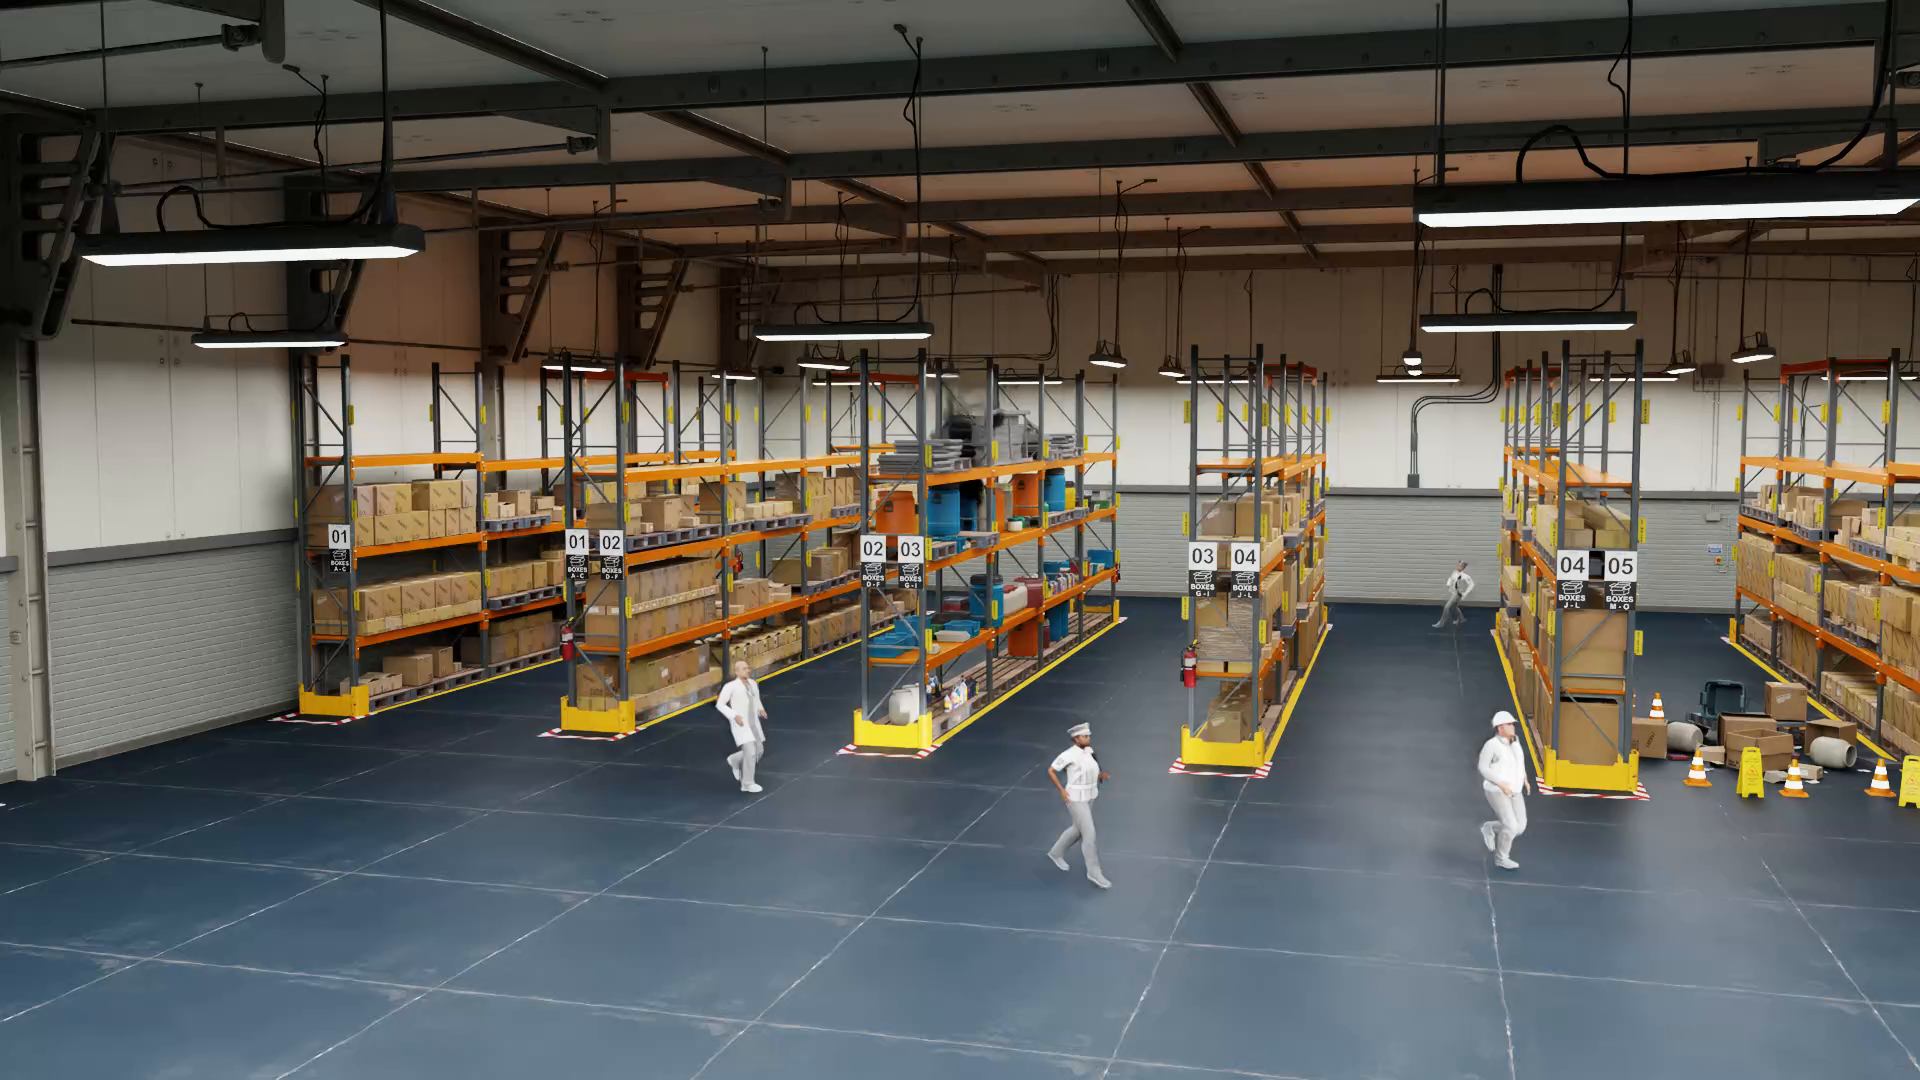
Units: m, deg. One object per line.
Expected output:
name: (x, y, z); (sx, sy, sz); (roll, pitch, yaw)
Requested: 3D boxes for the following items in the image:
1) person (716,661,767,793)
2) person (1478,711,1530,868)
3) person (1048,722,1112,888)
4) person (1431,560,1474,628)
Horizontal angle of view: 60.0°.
person: (-2.882, 2.475, 22.157); (0.690, 1.730, 0.712); (4, 6, 41)
person: (6.003, 2.755, 18.475); (0.705, 1.729, 0.614); (-3, 5, -34)
person: (1.291, 2.803, 17.841); (0.867, 1.721, 0.562); (3, 5, 36)
person: (11.537, 1.260, 39.053); (0.874, 1.616, 0.768); (0, 4, 2)
